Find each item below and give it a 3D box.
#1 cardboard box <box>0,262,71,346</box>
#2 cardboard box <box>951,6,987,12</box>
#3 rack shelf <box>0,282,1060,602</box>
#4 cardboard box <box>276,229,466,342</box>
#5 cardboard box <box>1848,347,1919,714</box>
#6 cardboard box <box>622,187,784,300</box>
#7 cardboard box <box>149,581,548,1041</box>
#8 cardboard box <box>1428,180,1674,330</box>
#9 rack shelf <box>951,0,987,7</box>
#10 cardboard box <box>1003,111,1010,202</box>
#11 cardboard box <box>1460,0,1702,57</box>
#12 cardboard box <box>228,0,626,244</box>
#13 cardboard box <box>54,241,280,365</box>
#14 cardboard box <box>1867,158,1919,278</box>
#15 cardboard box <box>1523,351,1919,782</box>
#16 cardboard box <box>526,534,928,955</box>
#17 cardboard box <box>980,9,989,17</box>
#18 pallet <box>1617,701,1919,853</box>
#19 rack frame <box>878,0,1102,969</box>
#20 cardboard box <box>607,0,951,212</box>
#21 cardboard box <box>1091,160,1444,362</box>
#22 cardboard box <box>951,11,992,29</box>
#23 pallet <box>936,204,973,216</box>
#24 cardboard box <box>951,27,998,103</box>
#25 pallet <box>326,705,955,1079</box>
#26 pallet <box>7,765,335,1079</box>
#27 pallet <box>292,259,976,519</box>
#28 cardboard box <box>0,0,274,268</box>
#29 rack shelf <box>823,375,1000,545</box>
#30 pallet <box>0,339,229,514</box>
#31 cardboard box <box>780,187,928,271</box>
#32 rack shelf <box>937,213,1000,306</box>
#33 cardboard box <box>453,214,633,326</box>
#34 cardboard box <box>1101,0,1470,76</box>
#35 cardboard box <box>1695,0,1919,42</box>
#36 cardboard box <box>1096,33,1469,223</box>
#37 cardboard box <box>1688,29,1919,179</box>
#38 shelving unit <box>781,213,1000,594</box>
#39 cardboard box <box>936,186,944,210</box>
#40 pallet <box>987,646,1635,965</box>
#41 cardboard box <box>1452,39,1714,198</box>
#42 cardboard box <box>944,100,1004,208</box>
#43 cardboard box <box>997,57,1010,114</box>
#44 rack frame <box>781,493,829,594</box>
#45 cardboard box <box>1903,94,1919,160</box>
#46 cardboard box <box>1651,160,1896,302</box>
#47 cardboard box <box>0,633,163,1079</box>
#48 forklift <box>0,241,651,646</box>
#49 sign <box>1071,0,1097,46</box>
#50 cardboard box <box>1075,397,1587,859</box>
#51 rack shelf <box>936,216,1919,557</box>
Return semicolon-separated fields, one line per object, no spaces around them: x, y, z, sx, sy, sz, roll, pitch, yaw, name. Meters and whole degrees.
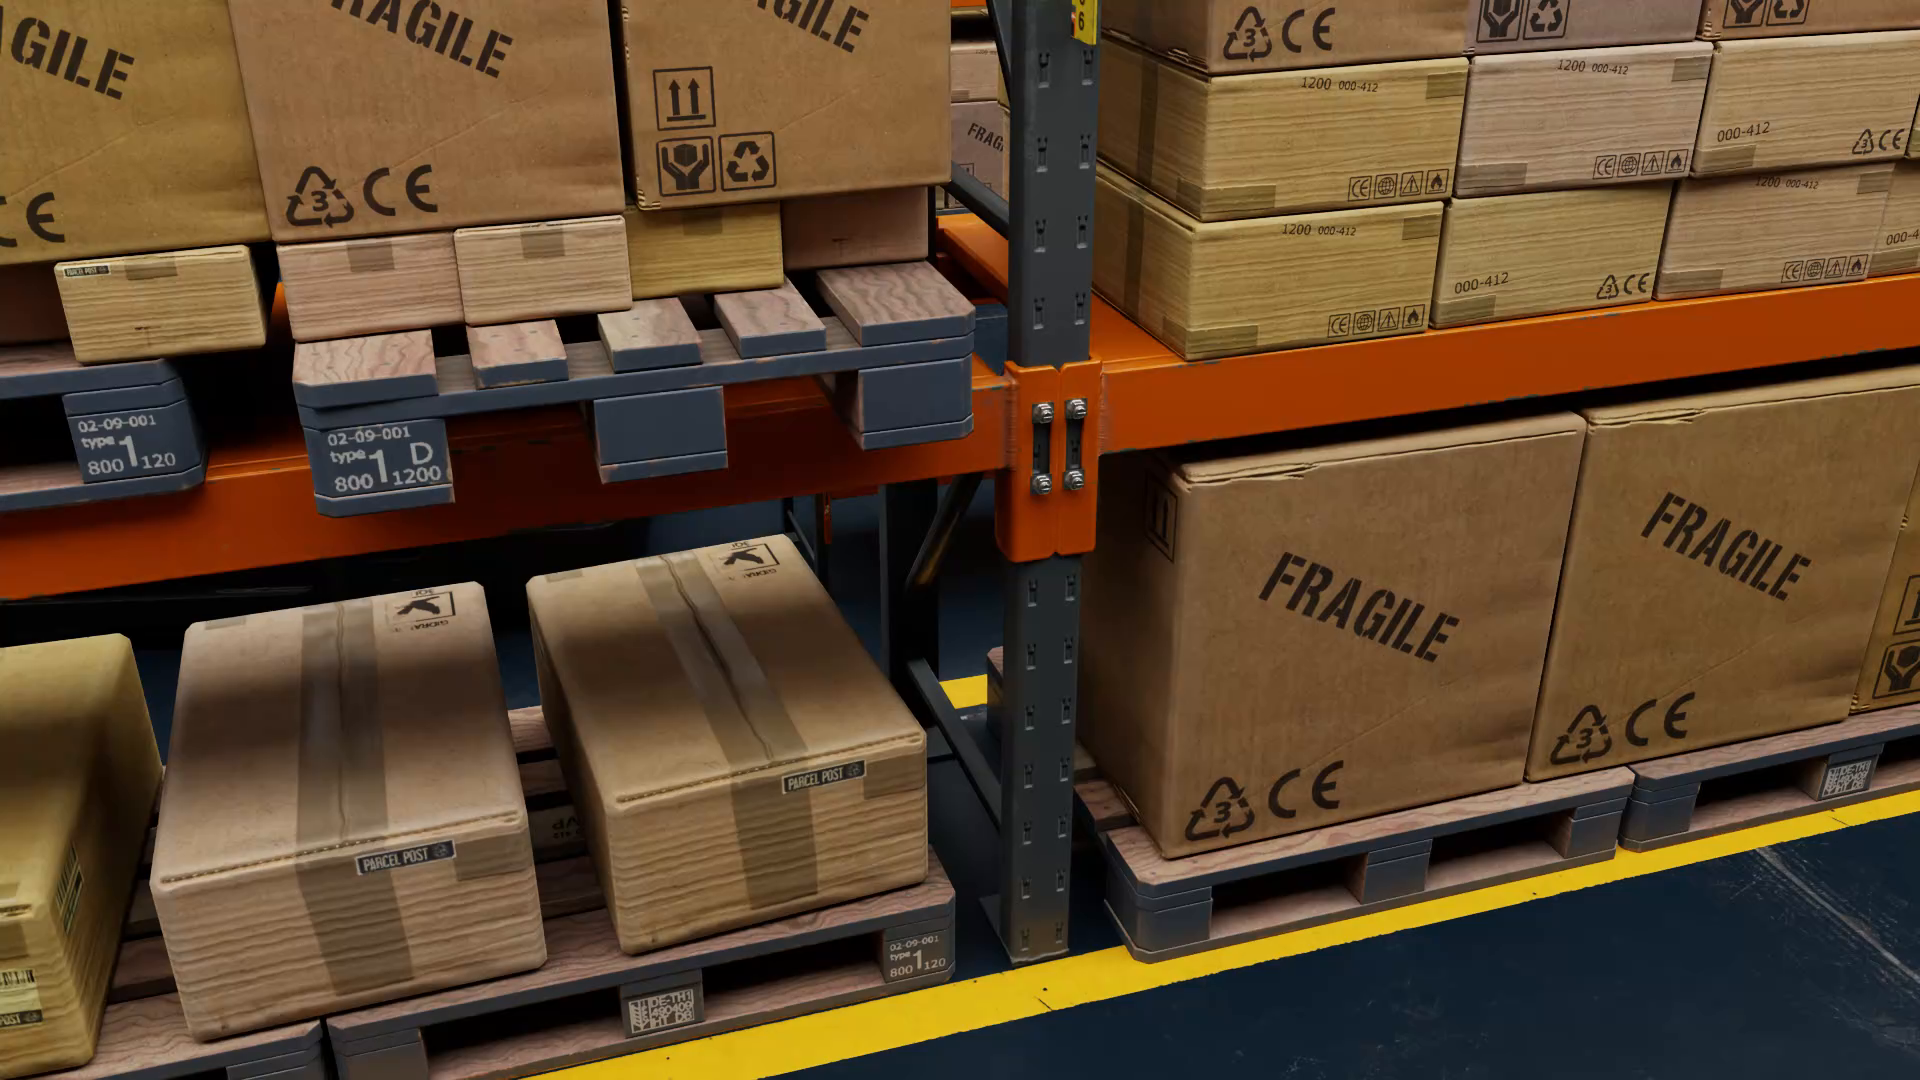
-1.460;-0.426;2.546;0.250;0.149;0.380;-8;28;-16;cardboard box
0.147;-4.554;12.966;0.875;0.875;1.225;-8;28;-16;cardboard box
-1.887;-0.075;2.837;4.000;0.370;1.077;-8;28;-16;rack shelf
-0.924;-0.451;2.596;0.250;0.149;0.380;-10;28;-19;cardboard box
2.397;-0.213;4.224;0.875;0.875;0.875;-7;27;-15;cardboard box
-0.457;-0.536;2.767;0.250;0.149;0.380;-8;27;-15;cardboard box
-1.225;0.495;3.363;0.625;0.372;0.950;-9;28;-17;cardboard box
1.041;-0.645;3.344;0.500;0.250;0.500;-9;28;-18;cardboard box
0.287;-2.705;8.135;4.000;0.370;1.077;-8;28;-16;rack shelf
0.415;-0.785;3.627;0.500;0.250;0.500;-9;28;-18;cardboard box
1.028;-1.202;3.062;0.500;0.500;0.500;-8;28;-16;cardboard box
-0.820;-0.783;2.535;0.500;0.500;0.500;-9;28;-17;cardboard box
-1.182;-0.408;2.508;0.250;0.149;0.380;-8;27;-15;cardboard box
2.009;-0.784;3.625;0.500;0.250;0.500;-8;28;-16;cardboard box
1.547;-0.090;3.976;0.875;0.875;0.875;-8;27;-15;cardboard box
-0.526;0.390;3.575;0.625;0.372;0.950;-10;28;-20;cardboard box
0.413;-2.574;8.558;0.500;0.250;0.500;-7;27;-14;cardboard box
1.946;0.333;4.342;1.213;0.211;1.003;-8;28;-16;pallet
0.015;-0.673;3.232;0.127;3.000;1.000;-8;28;-16;rack frame
-0.331;-0.859;2.688;0.500;0.500;0.500;-9;28;-18;cardboard box
0.558;-0.567;3.187;0.500;0.250;0.500;-9;28;-17;cardboard box
-0.080;-2.499;8.406;0.500;0.250;0.500;-8;27;-15;cardboard box
0.287;-1.776;8.591;1.213;0.211;1.003;-8;28;-16;pallet
0.073;-2.281;7.968;0.500;0.250;0.500;-8;28;-16;cardboard box
-0.729;0.683;3.637;1.213;0.211;1.003;-8;28;-16;pallet
-1.887;0.849;3.302;1.213;0.211;1.003;-8;28;-16;pallet
-0.630;-0.444;2.986;1.003;0.211;1.213;-8;28;-16;pallet
-1.299;-0.713;2.394;0.500;0.500;0.500;-10;28;-20;cardboard box
0.006;-0.286;5.110;1.000;0.278;0.538;-8;28;-16;rack shelf
-1.855;-0.297;2.691;1.213;0.211;1.003;-8;28;-16;pallet
-0.224;-0.604;2.903;0.250;0.149;0.380;-7;27;-14;cardboard box
0.006;-0.767;4.872;1.000;0.278;0.538;-8;28;-16;rack shelf
-0.682;-0.483;2.659;0.250;0.149;0.380;-8;28;-17;cardboard box
0.559;-1.130;2.916;0.500;0.500;0.500;-9;28;-18;cardboard box
1.525;-1.267;3.192;0.500;0.500;0.500;-7;27;-15;cardboard box
0.573;-0.795;3.085;0.500;0.250;0.500;-8;28;-16;cardboard box
1.542;-0.929;3.355;0.500;0.250;0.500;-8;28;-16;cardboard box
0.006;-0.505;5.002;1.048;1.125;0.538;-8;28;-16;shelving unit
-0.386;-1.881;8.004;0.500;0.500;0.500;-8;27;-15;cardboard box
0.788;0.499;4.007;1.213;0.211;1.003;-8;28;-16;pallet
1.065;-0.866;3.227;0.500;0.250;0.500;-8;27;-15;cardboard box
0.101;-1.953;8.150;0.500;0.500;0.500;-9;28;-17;cardboard box
0.397;-1.004;3.505;0.500;0.250;0.500;-8;28;-16;cardboard box
-0.477;-0.435;4.861;0.032;1.125;0.500;-8;28;-16;rack frame
2.029;-0.993;3.484;0.500;0.250;0.500;-8;27;-15;cardboard box
1.541;-0.715;3.485;0.500;0.250;0.500;-7;27;-14;cardboard box
-1.948;0.597;3.158;0.625;0.372;0.950;-7;27;-14;cardboard box
-2.478;-1.247;4.466;3.031;2.935;1.130;-2;26;-4;forklift
0.192;-0.928;2.533;0.005;0.325;0.100;-8;28;-16;sign
0.697;0.031;3.732;0.875;0.875;0.875;-8;28;-17;cardboard box
1.916;-0.626;3.947;4.000;0.370;1.077;-8;28;-16;rack shelf
